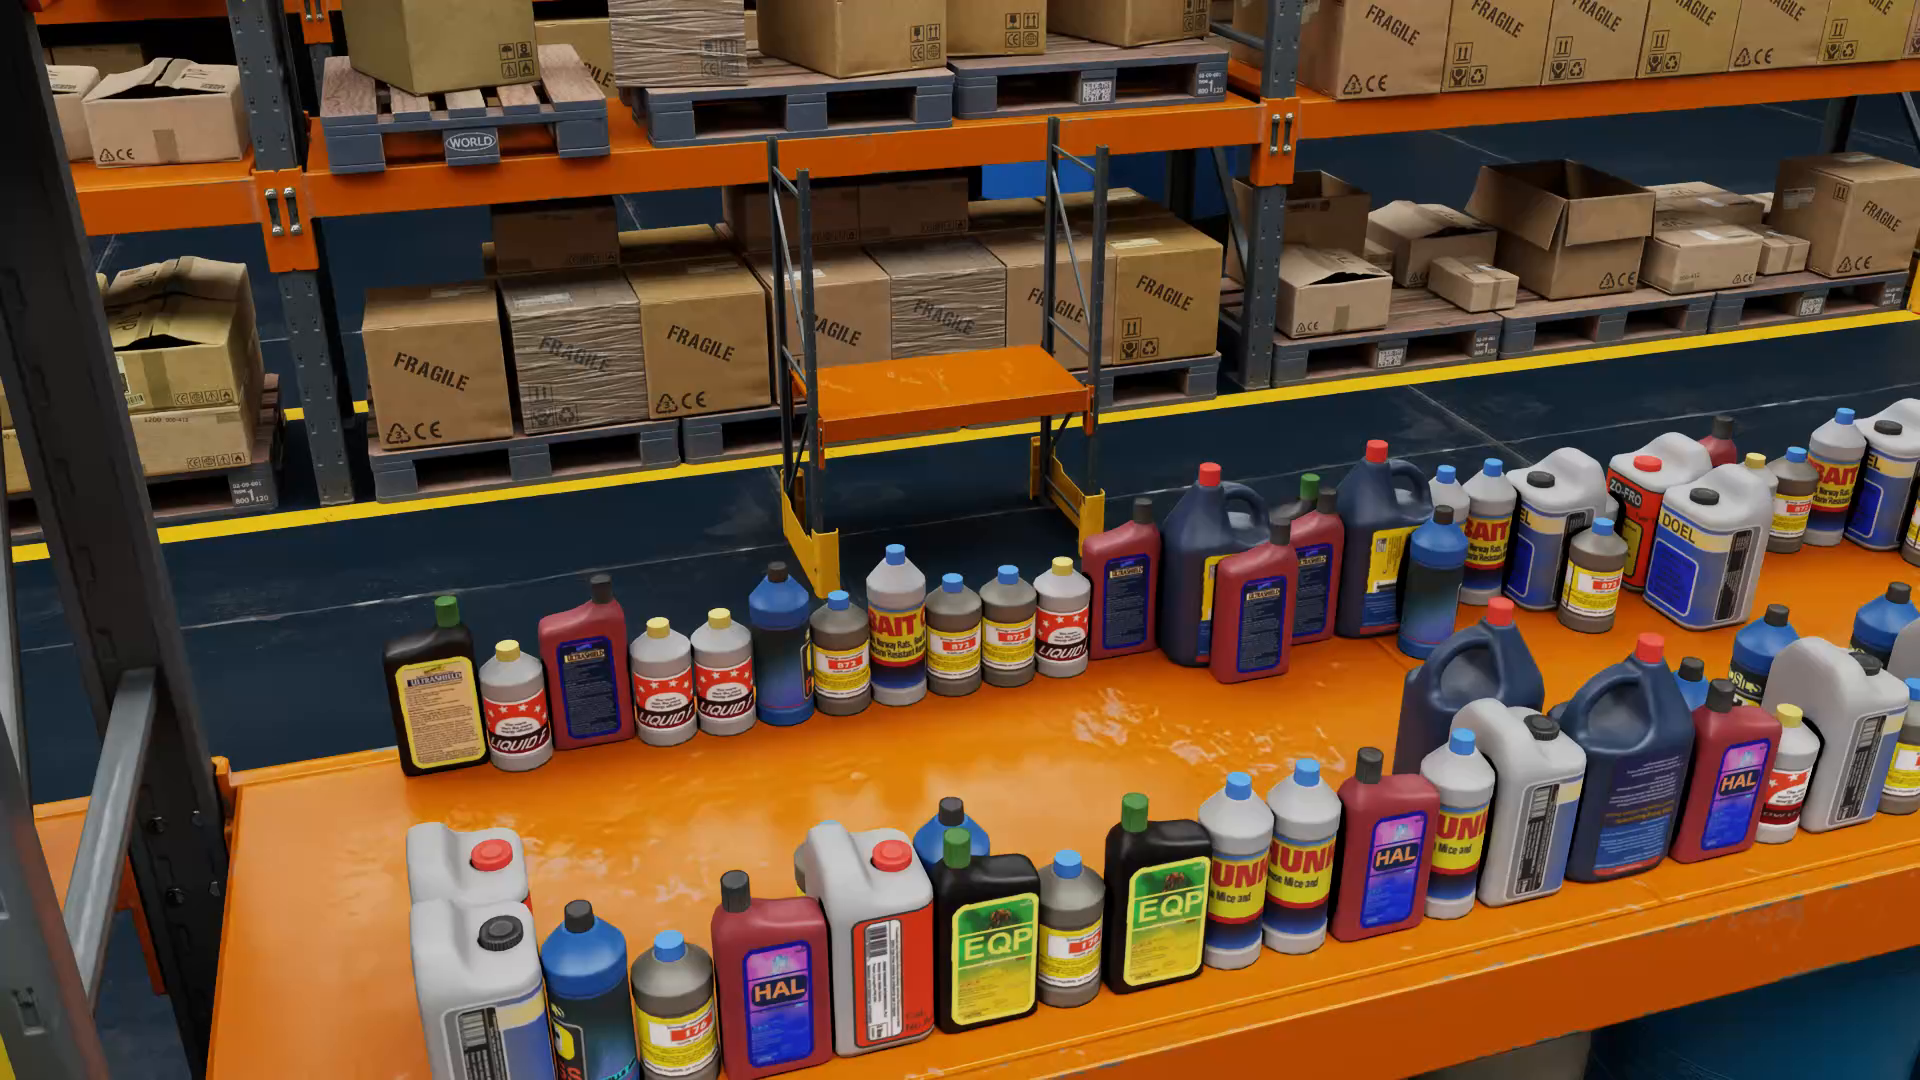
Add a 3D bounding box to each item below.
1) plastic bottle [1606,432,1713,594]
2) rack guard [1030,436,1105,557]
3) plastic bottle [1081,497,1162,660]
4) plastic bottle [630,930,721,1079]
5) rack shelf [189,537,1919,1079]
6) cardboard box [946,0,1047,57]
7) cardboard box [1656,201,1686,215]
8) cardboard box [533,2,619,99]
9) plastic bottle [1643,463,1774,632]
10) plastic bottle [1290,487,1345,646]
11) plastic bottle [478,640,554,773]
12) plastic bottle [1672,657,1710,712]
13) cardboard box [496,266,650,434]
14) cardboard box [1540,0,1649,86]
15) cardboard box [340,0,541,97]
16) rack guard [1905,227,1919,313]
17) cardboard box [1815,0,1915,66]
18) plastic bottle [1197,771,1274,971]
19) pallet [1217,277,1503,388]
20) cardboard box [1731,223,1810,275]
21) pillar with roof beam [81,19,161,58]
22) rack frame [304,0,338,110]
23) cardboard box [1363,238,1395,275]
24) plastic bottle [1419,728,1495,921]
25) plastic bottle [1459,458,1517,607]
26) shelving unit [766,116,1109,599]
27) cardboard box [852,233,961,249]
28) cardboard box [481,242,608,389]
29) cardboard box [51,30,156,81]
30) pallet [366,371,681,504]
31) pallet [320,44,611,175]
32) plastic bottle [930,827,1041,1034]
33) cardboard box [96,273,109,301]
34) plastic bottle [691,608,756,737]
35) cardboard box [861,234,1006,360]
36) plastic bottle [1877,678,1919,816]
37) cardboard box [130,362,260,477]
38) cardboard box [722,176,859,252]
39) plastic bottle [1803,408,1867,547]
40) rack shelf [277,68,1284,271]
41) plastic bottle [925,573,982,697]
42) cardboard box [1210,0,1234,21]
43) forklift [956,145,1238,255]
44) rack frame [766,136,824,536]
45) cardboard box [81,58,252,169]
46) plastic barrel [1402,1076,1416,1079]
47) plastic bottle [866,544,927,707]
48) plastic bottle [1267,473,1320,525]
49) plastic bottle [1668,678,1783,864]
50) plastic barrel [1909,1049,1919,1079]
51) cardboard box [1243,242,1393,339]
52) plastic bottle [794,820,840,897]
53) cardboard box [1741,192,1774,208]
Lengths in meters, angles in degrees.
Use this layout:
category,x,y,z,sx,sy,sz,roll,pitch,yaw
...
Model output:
category,x,y,z,sx,sy,sz,roll,pitch,yaw
plastic bottle,1.303,-0.058,3.133,0.135,0.276,0.152,-8,28,-16
rack guard,0.401,-0.170,6.311,0.087,0.250,0.587,-8,28,-16
plastic bottle,0.277,0.066,2.876,0.133,0.283,0.061,-8,28,-16
plastic bottle,-0.339,0.555,1.982,0.097,0.201,0.097,0,26,0
rack shelf,0.840,0.454,2.772,4.000,0.370,1.077,-8,28,-16
cardboard box,0.057,-2.379,7.085,0.500,0.500,0.700,-4,27,-8
cardboard box,3.459,-1.662,8.823,0.500,0.250,0.500,-8,28,-16
cardboard box,-2.555,-3.171,11.209,0.750,0.750,0.750,-8,28,-16
plastic bottle,1.350,0.006,3.004,0.135,0.276,0.152,-8,28,-16
plastic bottle,0.599,0.048,2.912,0.133,0.283,0.061,-8,28,-16
plastic bottle,-0.694,0.252,2.593,0.097,0.201,0.097,0,26,0
plastic bottle,1.044,0.295,2.427,0.097,0.271,0.097,0,26,0
cardboard box,-1.575,-0.782,6.768,0.500,0.500,0.500,-9,28,-18
cardboard box,2.742,-2.378,7.555,0.500,0.500,0.500,-8,28,-16
cardboard box,-2.029,-2.055,6.432,0.500,0.500,0.700,-19,32,-33
rack guard,4.942,-1.659,9.030,0.348,0.500,1.175,-8,28,-16
cardboard box,4.180,-2.585,7.971,0.500,0.500,0.500,-8,28,-16
plastic bottle,0.354,0.423,2.169,0.097,0.271,0.097,0,26,0
pallet,1.864,-1.084,8.196,1.213,0.211,1.003,-8,28,-16
cardboard box,4.161,-1.521,8.632,0.250,0.166,0.380,-8,28,-16
pillar with roof beam,-4.301,-4.835,5.870,0.400,9.000,9.100,-8,28,-16
rack frame,-4.130,-3.782,10.495,0.127,3.000,1.000,-8,28,-16
cardboard box,2.003,-1.434,8.477,0.250,0.149,0.380,-8,28,-16
plastic bottle,0.666,0.378,2.260,0.097,0.271,0.097,0,26,0
plastic bottle,0.963,-0.020,3.061,0.097,0.271,0.097,0,26,0
shelving unit,-0.072,-0.661,5.895,1.083,1.500,0.587,-8,28,-16
cardboard box,-0.306,-1.209,7.628,0.500,0.500,0.500,-8,27,-15
cardboard box,-1.776,-0.993,7.194,0.500,0.500,0.500,-7,27,-14
cardboard box,-5.360,-3.022,10.437,0.500,0.250,0.500,-8,27,-15
pallet,-1.871,-0.526,7.072,1.213,0.211,1.003,-8,28,-16
pallet,-1.970,-1.725,6.567,1.003,0.211,1.213,-8,28,-16
plastic bottle,0.031,0.473,2.054,0.133,0.283,0.061,-8,28,-16
cardboard box,-3.678,-0.872,6.622,0.500,0.311,0.500,-9,28,-17
plastic bottle,-0.382,0.206,2.684,0.097,0.201,0.097,0,26,0
cardboard box,-0.119,-0.994,7.195,0.500,0.500,0.500,-8,27,-15
plastic bottle,1.410,0.302,2.492,0.097,0.201,0.097,0,26,0
cardboard box,-3.017,-0.469,6.441,0.500,0.250,0.500,-8,27,-15
cardboard box,-0.752,-1.481,7.334,0.500,0.250,0.500,-9,28,-17
plastic bottle,1.716,-0.129,3.281,0.097,0.271,0.097,0,26,0
rack shelf,-0.691,-1.641,6.991,4.000,0.370,1.077,-8,28,-16
plastic bottle,-0.012,0.153,2.792,0.097,0.201,0.097,0,26,0
cardboard box,1.938,-4.066,12.676,0.250,0.149,0.380,-8,27,-15
forklift,0.280,-3.293,9.586,1.130,2.935,3.031,-17,31,-31
rack frame,-0.564,-0.590,5.752,0.032,1.500,0.500,-8,28,-16
cardboard box,-2.952,-1.616,6.233,0.500,0.311,0.500,-7,27,-13
plastic barrel,0.472,1.069,2.963,0.708,0.588,0.600,-8,28,-16
plastic bottle,-0.105,0.135,2.750,0.097,0.271,0.097,0,26,0
plastic bottle,0.580,0.022,2.964,0.133,0.283,0.061,-8,28,-16
plastic bottle,1.085,0.321,2.362,0.133,0.283,0.061,-8,28,-16
plastic barrel,2.219,0.676,3.403,0.708,0.901,0.600,-8,28,-16
cardboard box,1.677,-1.198,7.818,0.500,0.311,0.500,-8,28,-16
plastic bottle,-0.167,0.459,2.175,0.097,0.201,0.097,0,26,0
cardboard box,4.510,-1.797,9.208,0.250,0.149,0.380,-8,28,-16
